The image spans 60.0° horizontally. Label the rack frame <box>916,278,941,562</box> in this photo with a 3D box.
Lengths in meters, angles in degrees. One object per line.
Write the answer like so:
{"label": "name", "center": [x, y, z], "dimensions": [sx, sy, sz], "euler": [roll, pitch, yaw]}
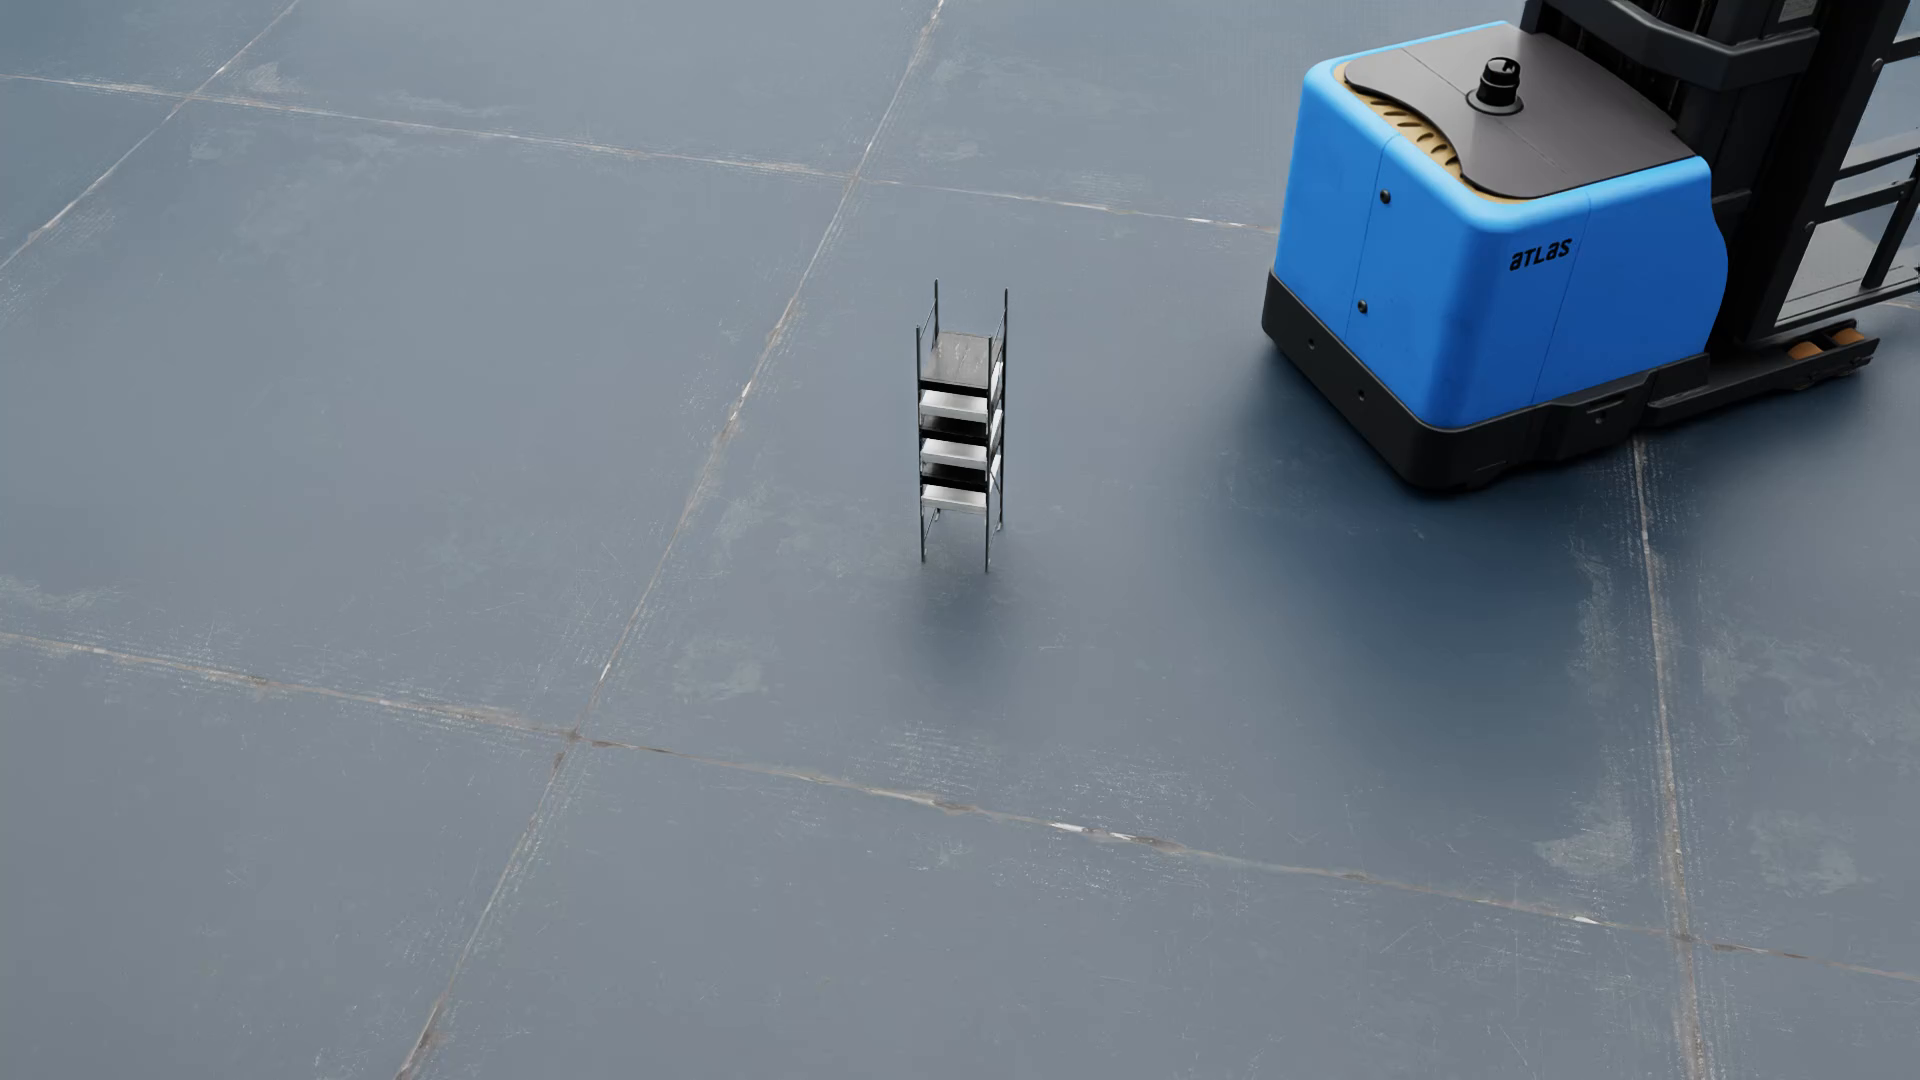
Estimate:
{"label": "rack frame", "center": [-0.091, -0.338, 4.953], "dimensions": [0.006, 0.900, 0.240], "euler": [9, 45, 9]}

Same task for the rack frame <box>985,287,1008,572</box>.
{"label": "rack frame", "center": [0.107, -0.308, 4.921], "dimensions": [0.006, 0.900, 0.240], "euler": [9, 45, 9]}

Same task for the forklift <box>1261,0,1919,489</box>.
{"label": "forklift", "center": [2.641, -1.897, 5.107], "dimensions": [3.031, 2.935, 1.130], "euler": [-17, 46, -17]}

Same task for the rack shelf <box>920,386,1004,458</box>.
{"label": "rack shelf", "center": [0.008, -0.364, 4.897], "dimensions": [0.200, 0.077, 0.258], "euler": [9, 45, 9]}

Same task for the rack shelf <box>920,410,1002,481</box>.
{"label": "rack shelf", "center": [0.008, -0.299, 4.960], "dimensions": [0.200, 0.077, 0.258], "euler": [9, 45, 9]}

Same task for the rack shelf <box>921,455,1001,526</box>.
{"label": "rack shelf", "center": [0.008, -0.169, 5.085], "dimensions": [0.200, 0.077, 0.258], "euler": [9, 45, 9]}

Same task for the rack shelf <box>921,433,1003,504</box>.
{"label": "rack shelf", "center": [0.008, -0.234, 5.022], "dimensions": [0.200, 0.077, 0.258], "euler": [9, 45, 9]}

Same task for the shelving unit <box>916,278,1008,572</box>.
{"label": "shelving unit", "center": [0.008, -0.323, 4.937], "dimensions": [0.210, 0.900, 0.258], "euler": [9, 45, 9]}

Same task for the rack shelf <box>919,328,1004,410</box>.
{"label": "rack shelf", "center": [0.008, -0.493, 4.773], "dimensions": [0.200, 0.077, 0.258], "euler": [9, 45, 9]}

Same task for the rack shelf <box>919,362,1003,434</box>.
{"label": "rack shelf", "center": [0.008, -0.429, 4.835], "dimensions": [0.200, 0.077, 0.258], "euler": [9, 45, 9]}
